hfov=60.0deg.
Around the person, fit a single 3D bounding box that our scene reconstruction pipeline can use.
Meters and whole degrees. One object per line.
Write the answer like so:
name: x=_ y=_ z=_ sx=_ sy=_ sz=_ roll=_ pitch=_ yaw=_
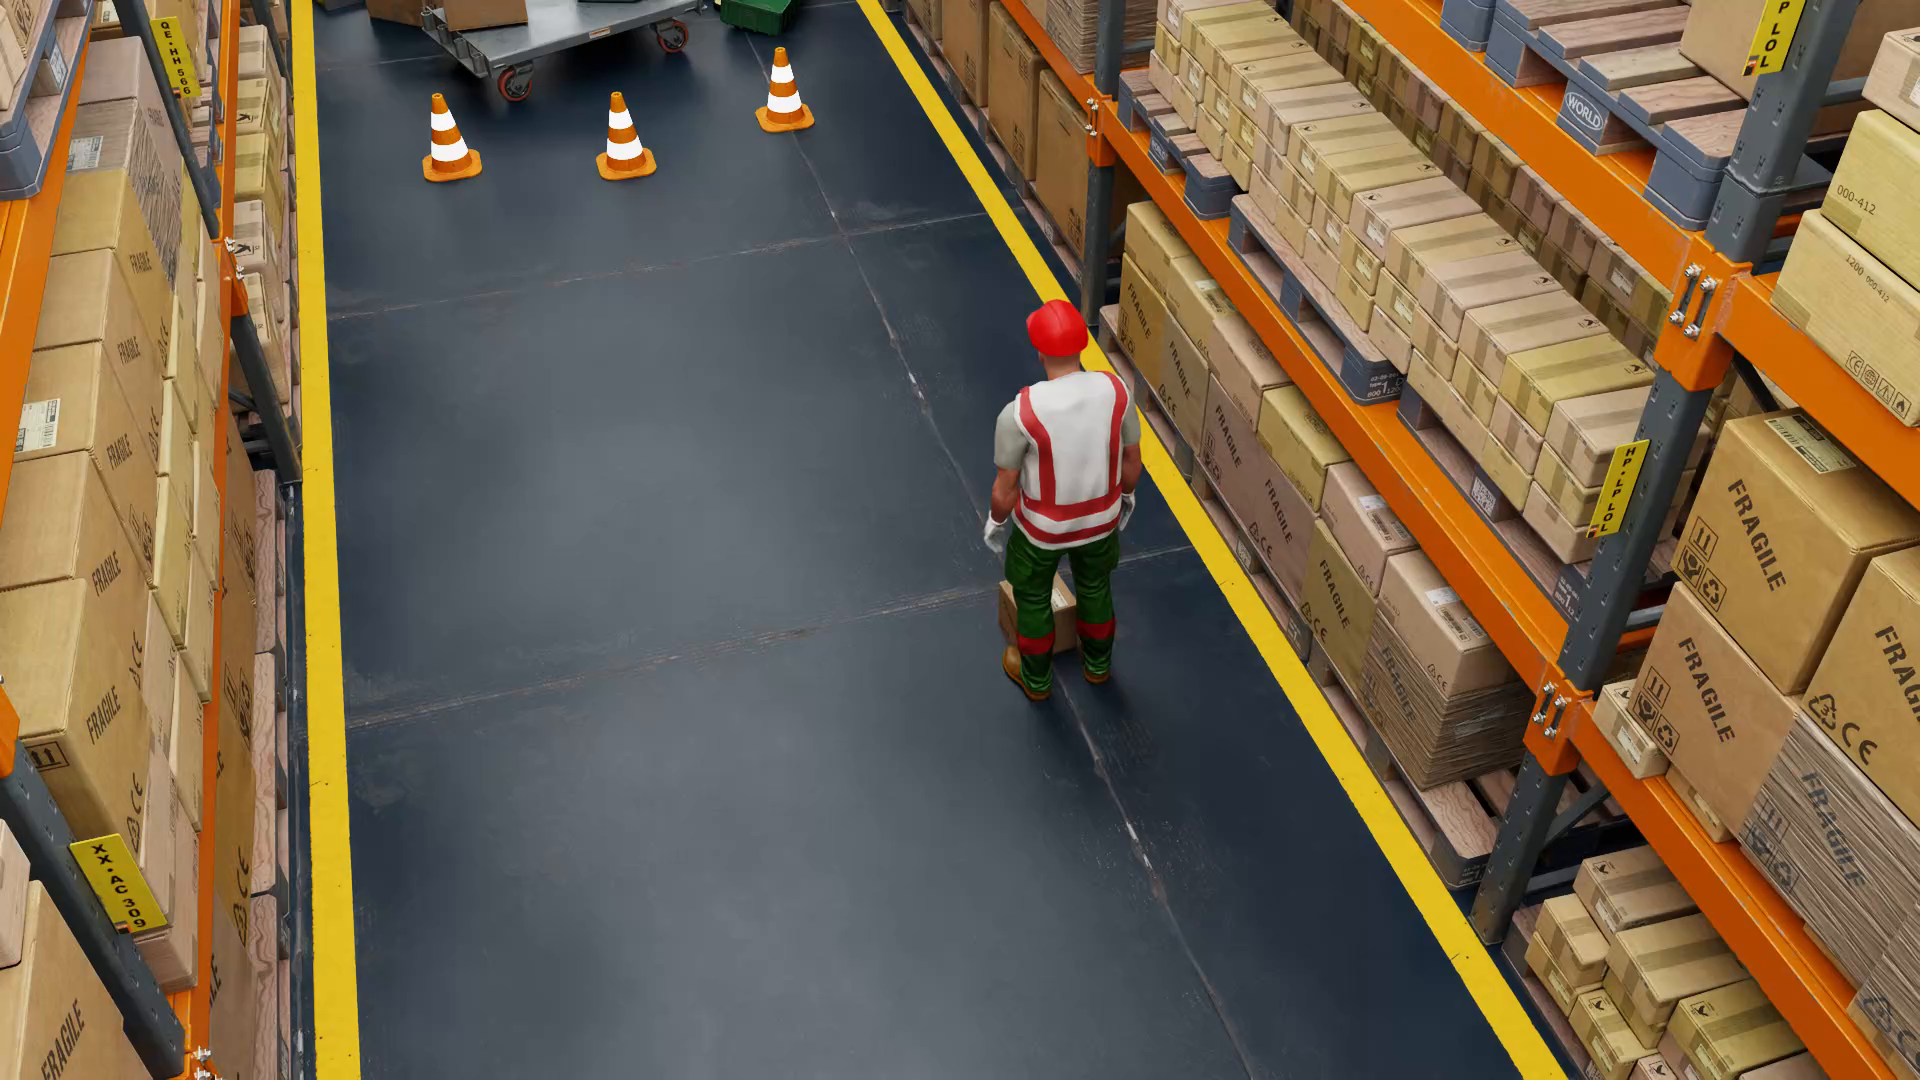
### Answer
person: x=0.384 y=-0.111 z=6.273 sx=0.611 sy=1.779 sz=0.455 roll=-12 pitch=43 yaw=-13
